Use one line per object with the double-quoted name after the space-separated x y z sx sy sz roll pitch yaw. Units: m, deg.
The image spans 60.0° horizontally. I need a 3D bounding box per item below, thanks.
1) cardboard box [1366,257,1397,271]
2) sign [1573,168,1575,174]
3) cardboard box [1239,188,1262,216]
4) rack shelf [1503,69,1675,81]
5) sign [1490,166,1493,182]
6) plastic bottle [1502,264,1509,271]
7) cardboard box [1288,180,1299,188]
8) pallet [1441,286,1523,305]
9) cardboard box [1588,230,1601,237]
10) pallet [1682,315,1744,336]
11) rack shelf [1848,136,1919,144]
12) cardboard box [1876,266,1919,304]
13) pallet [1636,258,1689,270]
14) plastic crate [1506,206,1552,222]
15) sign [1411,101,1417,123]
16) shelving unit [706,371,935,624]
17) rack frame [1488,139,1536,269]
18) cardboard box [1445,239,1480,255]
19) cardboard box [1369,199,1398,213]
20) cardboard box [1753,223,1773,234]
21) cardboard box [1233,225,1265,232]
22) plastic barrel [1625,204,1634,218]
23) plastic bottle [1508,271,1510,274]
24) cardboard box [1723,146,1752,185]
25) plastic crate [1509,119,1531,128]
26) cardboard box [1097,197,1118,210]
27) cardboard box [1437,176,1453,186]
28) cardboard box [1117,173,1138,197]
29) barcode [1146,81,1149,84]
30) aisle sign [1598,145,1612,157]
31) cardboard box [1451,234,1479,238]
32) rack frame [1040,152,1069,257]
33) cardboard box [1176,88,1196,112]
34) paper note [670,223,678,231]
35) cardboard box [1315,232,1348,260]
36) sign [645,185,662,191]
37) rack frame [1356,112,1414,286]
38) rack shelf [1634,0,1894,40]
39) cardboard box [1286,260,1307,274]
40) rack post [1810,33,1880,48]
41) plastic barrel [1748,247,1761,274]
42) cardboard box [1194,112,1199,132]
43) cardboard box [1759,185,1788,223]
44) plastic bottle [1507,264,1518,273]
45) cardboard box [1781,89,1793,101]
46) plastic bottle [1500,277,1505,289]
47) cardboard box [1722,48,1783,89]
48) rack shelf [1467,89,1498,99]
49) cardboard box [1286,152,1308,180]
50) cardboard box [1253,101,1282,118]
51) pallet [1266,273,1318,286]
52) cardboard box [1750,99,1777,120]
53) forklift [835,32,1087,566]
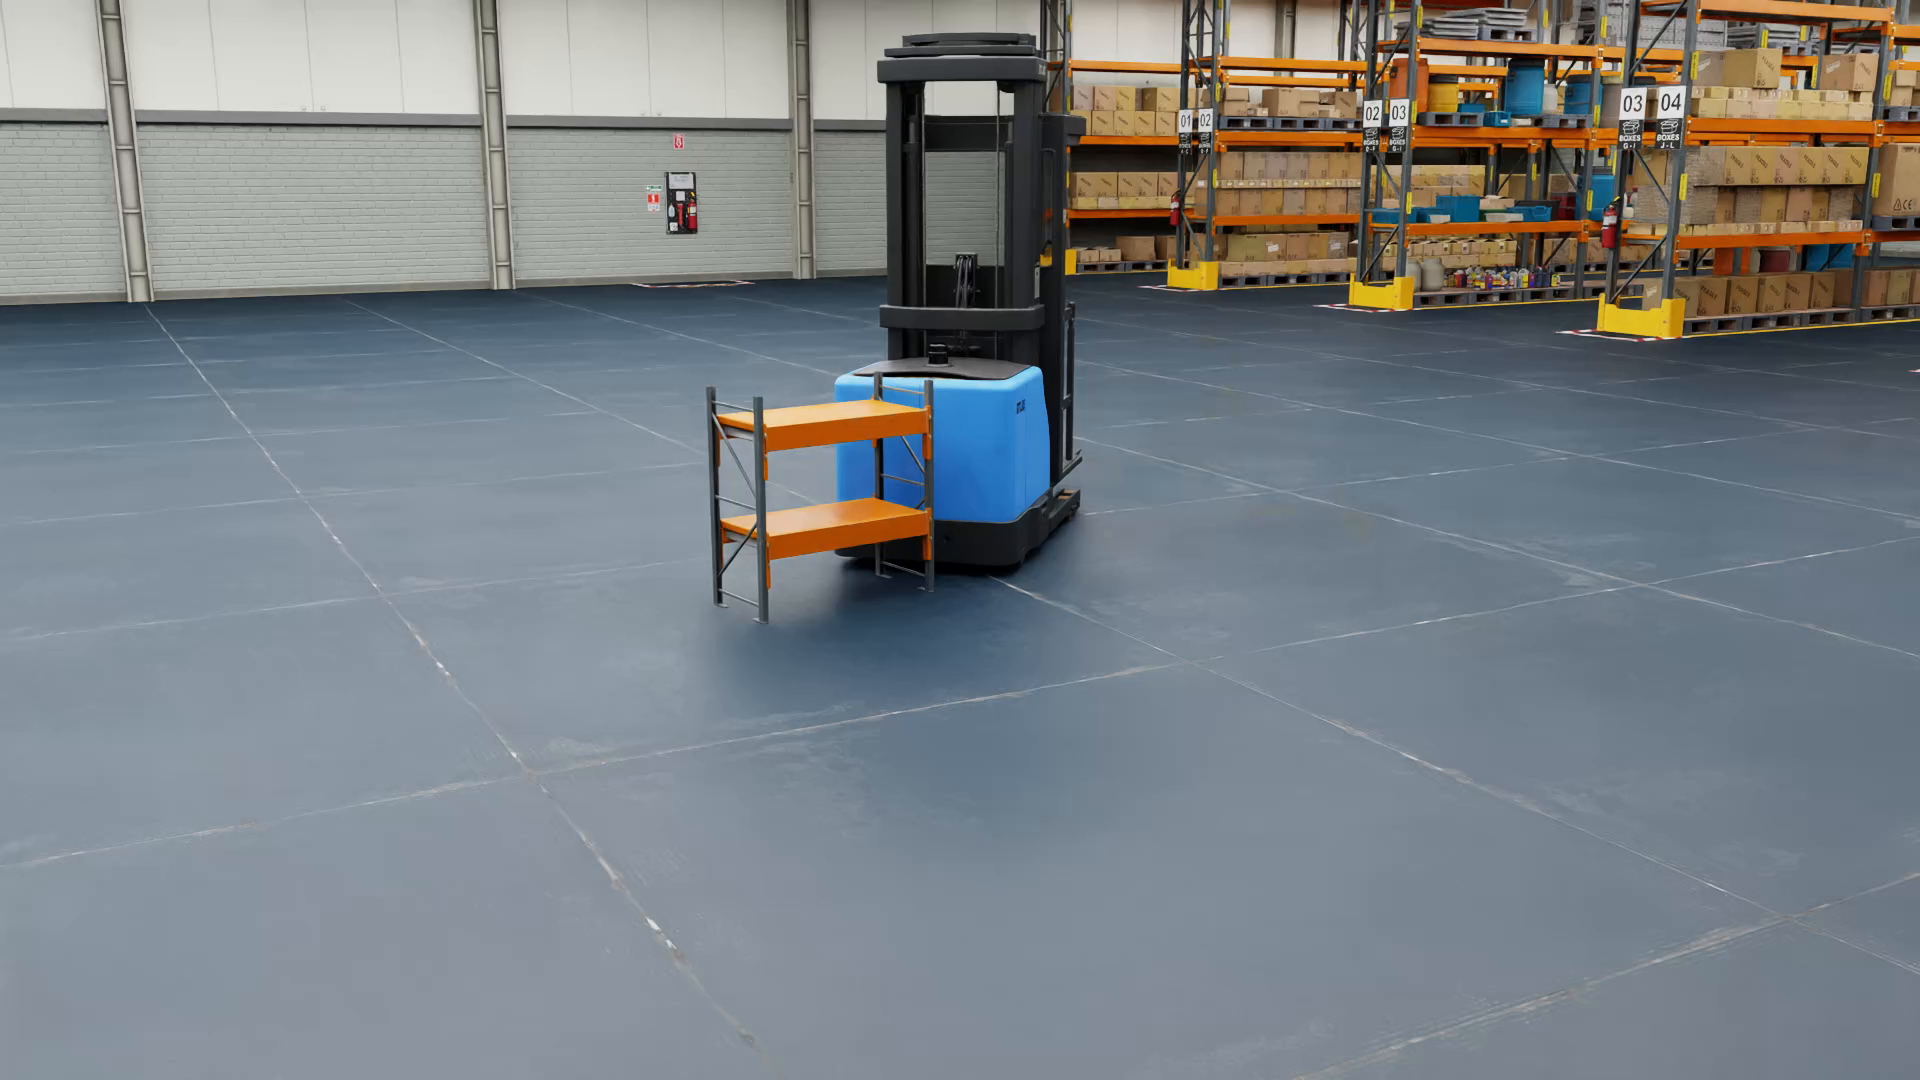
8.306 -5.424 32.597 0.500 0.250 0.500 -7 15 -29 "cardboard box"
15.729 -9.351 42.589 0.005 0.325 0.100 -7 14 -28 "sign"
5.197 -6.297 30.941 0.500 0.500 0.700 -6 14 -26 "cardboard box"
13.100 -9.578 34.634 4.000 0.370 1.077 -7 14 -28 "rack shelf"
11.076 -7.616 34.577 0.005 0.325 0.100 -7 14 -28 "sign"
9.296 -4.528 28.342 0.185 0.351 0.144 -6 14 -26 "plastic bottle"
6.119 -6.672 31.130 0.250 0.149 0.380 -7 14 -27 "cardboard box"
8.522 -4.059 27.575 1.213 0.211 1.003 -7 14 -28 "pallet"
13.436 -6.659 35.764 0.500 0.250 0.500 -7 14 -28 "cardboard box"
9.862 -2.962 22.702 1.213 0.211 1.003 -7 14 -28 "pallet"
18.981 -7.775 32.546 4.000 0.370 1.077 -7 14 -28 "rack shelf"
14.044 -3.817 24.844 0.500 0.500 0.700 -8 15 -33 "cardboard box"
15.458 -6.119 36.731 1.213 0.211 1.003 -7 14 -28 "pallet"
9.362 -5.370 27.388 0.616 0.251 0.499 -7 14 -28 "plastic crate"
6.952 -6.551 25.448 0.005 0.325 0.100 -7 14 -28 "sign"
-0.703 -0.247 8.557 1.048 1.125 0.538 -10 16 -37 "shelving unit"
11.344 -6.987 34.235 0.127 3.000 1.000 -7 14 -28 "rack frame"
10.105 -5.913 33.491 0.500 0.311 0.500 -7 14 -28 "cardboard box"
8.244 -6.553 32.649 0.500 0.250 0.500 -6 14 -24 "cardboard box"
10.793 -4.236 22.585 0.250 0.149 0.380 -7 14 -28 "cardboard box"
6.479 -7.009 37.316 0.500 0.250 0.500 -7 15 -29 "cardboard box"
11.439 -5.653 28.624 0.301 0.262 0.301 0 13 0 "plastic barrel"
9.128 -4.327 27.601 0.133 0.283 0.061 -7 14 -28 "plastic bottle"
10.121 -4.974 22.109 0.500 0.500 0.500 -7 14 -28 "cardboard box"
8.988 -6.699 26.725 0.396 0.136 0.243 -7 14 -28 "plastic crate"
2.975 -7.083 34.961 0.500 0.250 0.500 -7 15 -30 "cardboard box"
11.306 -8.361 39.393 0.500 0.500 0.500 -7 14 -28 "cardboard box"
3.404 -7.497 35.092 0.500 0.500 0.500 -7 15 -30 "cardboard box"
4.030 -9.847 35.786 0.075 0.075 0.001 -7 14 -28 "barcode"
16.196 -10.001 41.706 0.004 0.787 0.394 -7 14 -28 "aisle sign"
11.970 -7.424 40.120 0.750 0.750 0.750 -7 14 -27 "cardboard box"
1.945 -7.099 34.735 0.127 3.000 1.000 -7 14 -28 "rack frame"
4.668 -9.365 35.420 0.500 0.500 0.500 -6 14 -25 "cardboard box"
-5.497 -6.021 31.949 0.142 0.148 0.016 -7 14 -28 "paper note"
7.086 -5.654 31.911 0.500 0.500 0.500 -7 14 -28 "cardboard box"
-5.835 -6.692 31.638 0.331 0.109 0.001 -7 14 -28 "sign"
6.692 -5.190 26.252 0.127 3.000 1.000 -7 14 -28 "rack frame"
10.821 -7.020 22.366 4.000 0.370 1.077 -7 14 -28 "rack shelf"
6.217 -5.180 31.511 0.500 0.250 0.500 -7 14 -28 "cardboard box"
16.471 -9.260 30.844 0.954 0.300 0.937 -7 15 -29 "rack post"
14.588 -5.154 30.802 0.421 0.512 0.421 0 13 0 "plastic barrel"
5.129 -8.941 35.814 0.500 0.500 0.500 -6 14 -26 "cardboard box"
10.847 -4.652 22.957 0.500 0.500 0.875 -7 14 -28 "cardboard box"
9.365 -4.500 28.219 0.185 0.351 0.144 -7 14 -28 "plastic bottle"
10.996 -6.000 22.453 0.250 0.149 0.380 -7 15 -30 "cardboard box"
8.909 -4.227 27.345 0.097 0.201 0.097 0 13 0 "plastic bottle"
10.498 -6.241 22.045 0.500 0.500 0.500 -7 14 -28 "cardboard box"
14.234 -10.953 40.744 4.000 0.370 1.077 -7 14 -28 "rack shelf"
6.125 -7.041 31.295 0.500 0.500 0.700 -7 14 -28 "cardboard box"
5.695 -8.069 31.138 0.500 0.311 0.500 -5 14 -21 "cardboard box"
6.043 -5.001 31.761 1.213 0.211 1.003 -7 14 -28 "pallet"
10.499 -5.733 22.176 0.500 0.250 0.500 -7 14 -28 "cardboard box"
0.157 -1.564 10.295 1.130 2.935 3.031 3 13 14 "forklift"
